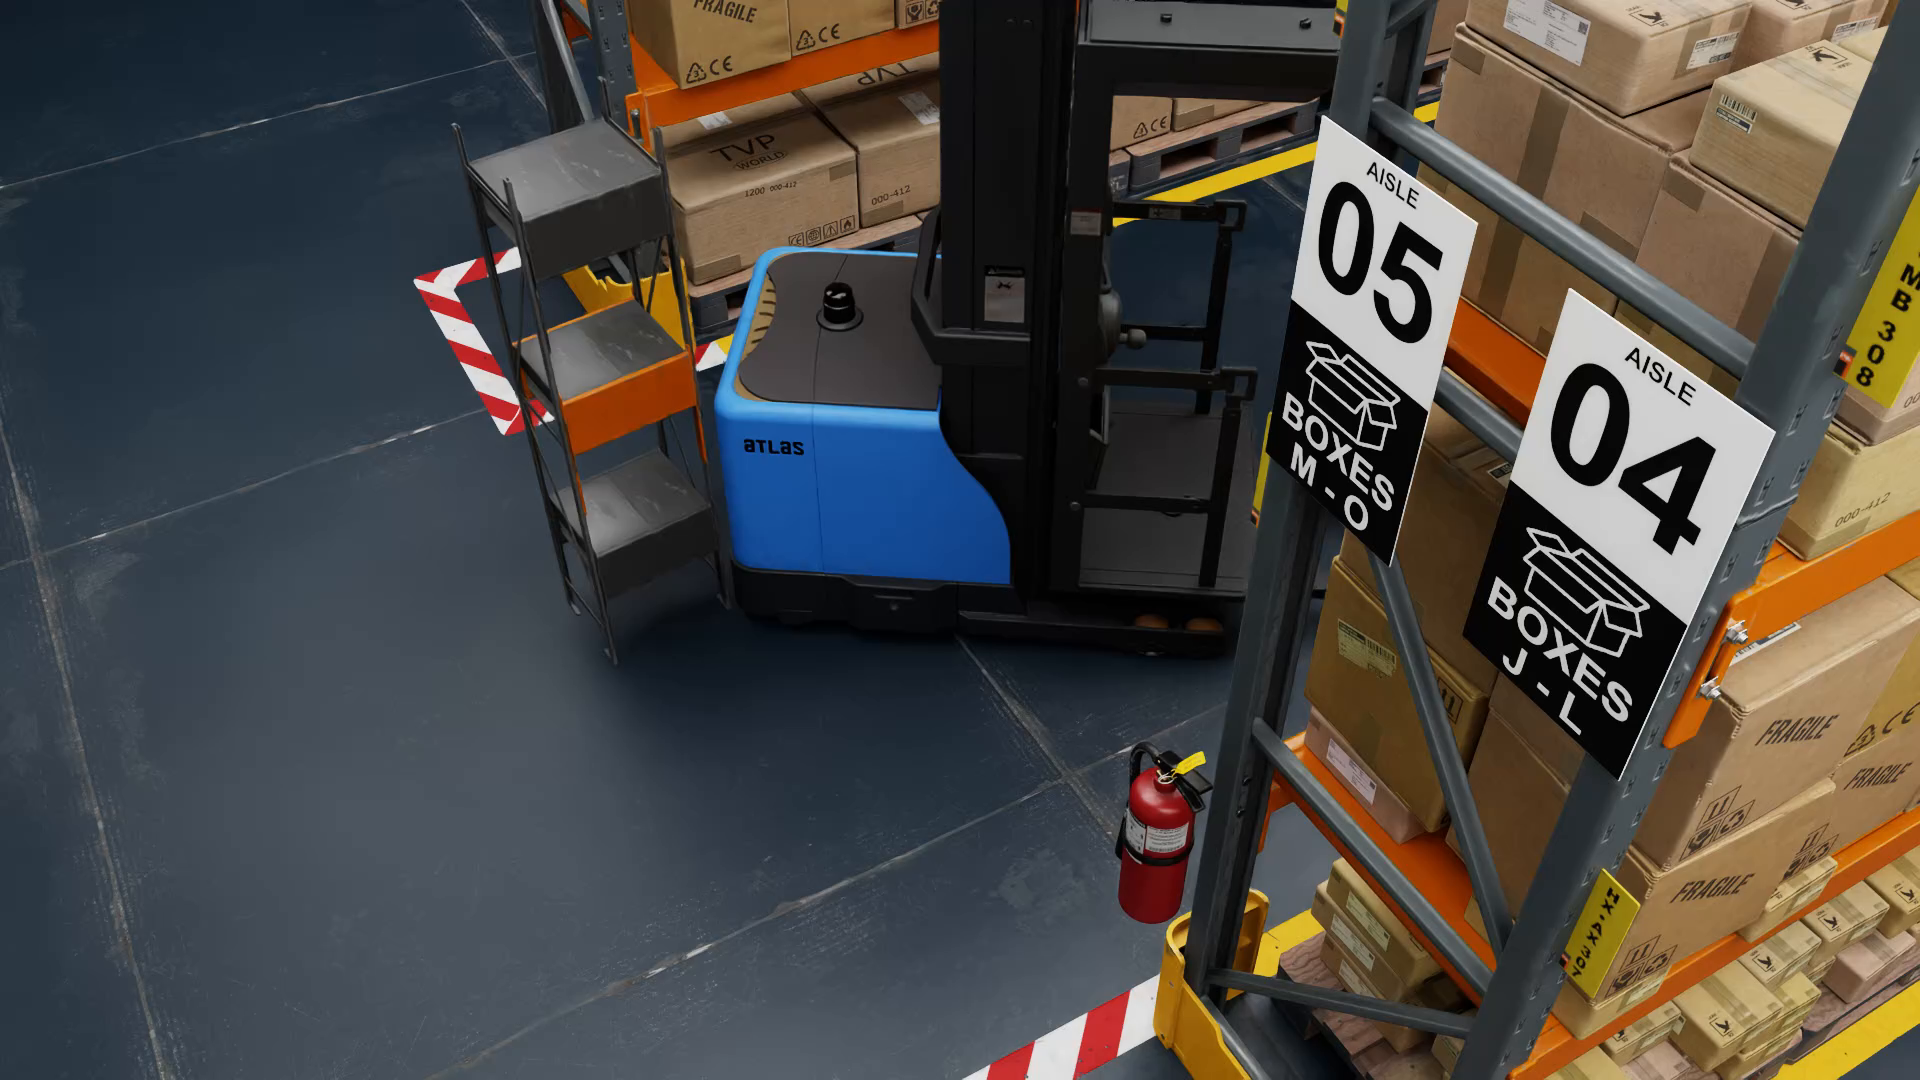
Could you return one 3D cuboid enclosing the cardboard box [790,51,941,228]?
[{"bbox_3d":[-0.290,-2.057,8.254,0.875,0.438,0.875,-21,48,-20],"label":"cardboard box"}]

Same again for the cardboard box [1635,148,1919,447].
[{"bbox_3d":[1.471,-0.461,2.666,0.500,0.250,0.500,-21,48,-20],"label":"cardboard box"}]

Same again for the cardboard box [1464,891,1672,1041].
[{"bbox_3d":[1.396,0.916,3.833,0.250,0.149,0.380,-22,48,-21],"label":"cardboard box"}]

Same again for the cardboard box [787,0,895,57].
[{"bbox_3d":[-0.618,-2.435,7.034,0.500,0.500,0.500,-22,48,-21],"label":"cardboard box"}]

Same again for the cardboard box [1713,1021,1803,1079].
[{"bbox_3d":[2.240,1.371,4.929,0.250,0.149,0.380,-21,48,-20],"label":"cardboard box"}]

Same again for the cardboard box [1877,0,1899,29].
[{"bbox_3d":[1.579,-1.014,2.949,0.250,0.149,0.380,-23,49,-22],"label":"cardboard box"}]

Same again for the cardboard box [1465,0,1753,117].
[{"bbox_3d":[1.094,-0.898,2.830,0.250,0.149,0.380,-22,48,-21],"label":"cardboard box"}]

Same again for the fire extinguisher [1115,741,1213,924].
[{"bbox_3d":[0.504,0.710,4.187,0.183,0.674,0.296,-22,48,-21],"label":"fire extinguisher"}]

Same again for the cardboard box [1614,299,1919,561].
[{"bbox_3d":[1.469,-0.284,2.842,0.500,0.250,0.500,-20,48,-20],"label":"cardboard box"}]

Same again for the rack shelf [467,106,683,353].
[{"bbox_3d":[-1.218,-0.986,5.271,0.480,0.518,0.431,-27,50,-24],"label":"rack shelf"}]

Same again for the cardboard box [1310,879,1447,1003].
[{"bbox_3d":[1.268,1.150,4.943,0.250,0.149,0.380,-23,49,-22],"label":"cardboard box"}]

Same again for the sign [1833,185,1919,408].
[{"bbox_3d":[1.223,-0.322,2.147,0.005,0.325,0.100,-22,48,-21],"label":"sign"}]

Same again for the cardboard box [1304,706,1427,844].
[{"bbox_3d":[1.094,0.547,4.213,0.250,0.149,0.380,-22,48,-21],"label":"cardboard box"}]

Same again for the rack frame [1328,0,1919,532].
[{"bbox_3d":[0.952,-1.413,1.744,0.127,3.000,1.000,-22,48,-21],"label":"rack frame"}]

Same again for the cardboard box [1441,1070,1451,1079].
[{"bbox_3d":[1.566,1.624,4.668,0.250,0.149,0.380,-21,48,-20],"label":"cardboard box"}]

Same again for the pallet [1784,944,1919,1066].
[{"bbox_3d":[2.797,1.034,5.533,1.213,0.211,1.003,-22,48,-21],"label":"pallet"}]

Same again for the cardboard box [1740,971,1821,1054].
[{"bbox_3d":[2.244,1.256,4.834,0.250,0.149,0.380,-20,48,-20],"label":"cardboard box"}]

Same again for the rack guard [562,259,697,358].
[{"bbox_3d":[-1.622,-1.309,7.739,0.348,0.500,1.175,-22,48,-21],"label":"rack guard"}]

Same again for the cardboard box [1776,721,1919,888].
[{"bbox_3d":[1.930,0.408,3.891,0.500,0.500,0.500,-22,48,-21],"label":"cardboard box"}]

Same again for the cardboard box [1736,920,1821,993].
[{"bbox_3d":[2.211,1.108,4.773,0.250,0.149,0.380,-24,49,-23],"label":"cardboard box"}]

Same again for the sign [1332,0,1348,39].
[{"bbox_3d":[0.693,-0.996,2.833,0.005,0.325,0.100,-22,48,-21],"label":"sign"}]

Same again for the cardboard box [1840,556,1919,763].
[{"bbox_3d":[1.908,0.064,3.527,0.500,0.500,0.500,-20,48,-20],"label":"cardboard box"}]

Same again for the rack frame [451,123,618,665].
[{"bbox_3d":[-1.414,-0.395,5.650,0.015,2.100,0.400,-27,50,-24],"label":"rack frame"}]

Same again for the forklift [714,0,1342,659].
[{"bbox_3d":[0.680,-0.991,5.666,3.031,2.935,1.130,4,44,4],"label":"forklift"}]

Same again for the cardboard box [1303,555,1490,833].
[{"bbox_3d":[1.213,0.286,4.016,0.500,0.500,0.500,-21,48,-20],"label":"cardboard box"}]

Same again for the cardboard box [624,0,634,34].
[{"bbox_3d":[-1.315,-2.577,7.180,0.500,0.500,0.500,-22,48,-21],"label":"cardboard box"}]

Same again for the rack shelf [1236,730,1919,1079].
[{"bbox_3d":[2.686,0.304,4.799,4.000,0.370,1.077,-22,48,-21],"label":"rack shelf"}]

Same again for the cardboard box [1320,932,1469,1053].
[{"bbox_3d":[1.305,1.304,4.998,0.250,0.149,0.380,-21,48,-20],"label":"cardboard box"}]

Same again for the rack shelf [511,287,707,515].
[{"bbox_3d":[-1.215,-0.485,5.760,0.480,0.518,0.431,-27,50,-24],"label":"rack shelf"}]

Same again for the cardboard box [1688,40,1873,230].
[{"bbox_3d":[1.346,-0.580,2.502,0.250,0.149,0.380,-22,48,-21],"label":"cardboard box"}]

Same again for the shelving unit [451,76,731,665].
[{"bbox_3d":[-1.215,-0.495,5.751,0.503,2.100,0.431,-27,50,-24],"label":"shelving unit"}]

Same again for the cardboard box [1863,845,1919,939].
[{"bbox_3d":[2.707,0.954,4.932,0.250,0.149,0.380,-21,48,-20],"label":"cardboard box"}]

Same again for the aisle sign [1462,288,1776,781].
[{"bbox_3d":[1.038,0.014,2.715,0.004,0.787,0.394,-22,48,-21],"label":"aisle sign"}]

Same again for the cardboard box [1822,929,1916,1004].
[{"bbox_3d":[2.673,1.191,5.114,0.250,0.149,0.380,-24,49,-23],"label":"cardboard box"}]

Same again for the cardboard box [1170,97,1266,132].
[{"bbox_3d":[1.269,-2.680,8.896,0.875,0.438,0.875,-22,48,-21],"label":"cardboard box"}]

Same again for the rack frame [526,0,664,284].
[{"bbox_3d":[-1.602,-2.214,6.877,0.127,3.000,1.000,-22,48,-21],"label":"rack frame"}]

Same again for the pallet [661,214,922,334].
[{"bbox_3d":[-0.947,-1.538,8.183,1.213,0.211,1.003,-22,48,-21],"label":"pallet"}]

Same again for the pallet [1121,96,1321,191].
[{"bbox_3d":[1.168,-2.384,9.055,1.213,0.211,1.003,-22,48,-21],"label":"pallet"}]

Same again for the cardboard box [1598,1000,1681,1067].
[{"bbox_3d":[1.755,1.254,4.622,0.250,0.149,0.380,-21,48,-20],"label":"cardboard box"}]

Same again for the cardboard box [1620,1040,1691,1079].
[{"bbox_3d":[1.800,1.418,4.667,0.250,0.149,0.380,-22,48,-21],"label":"cardboard box"}]
